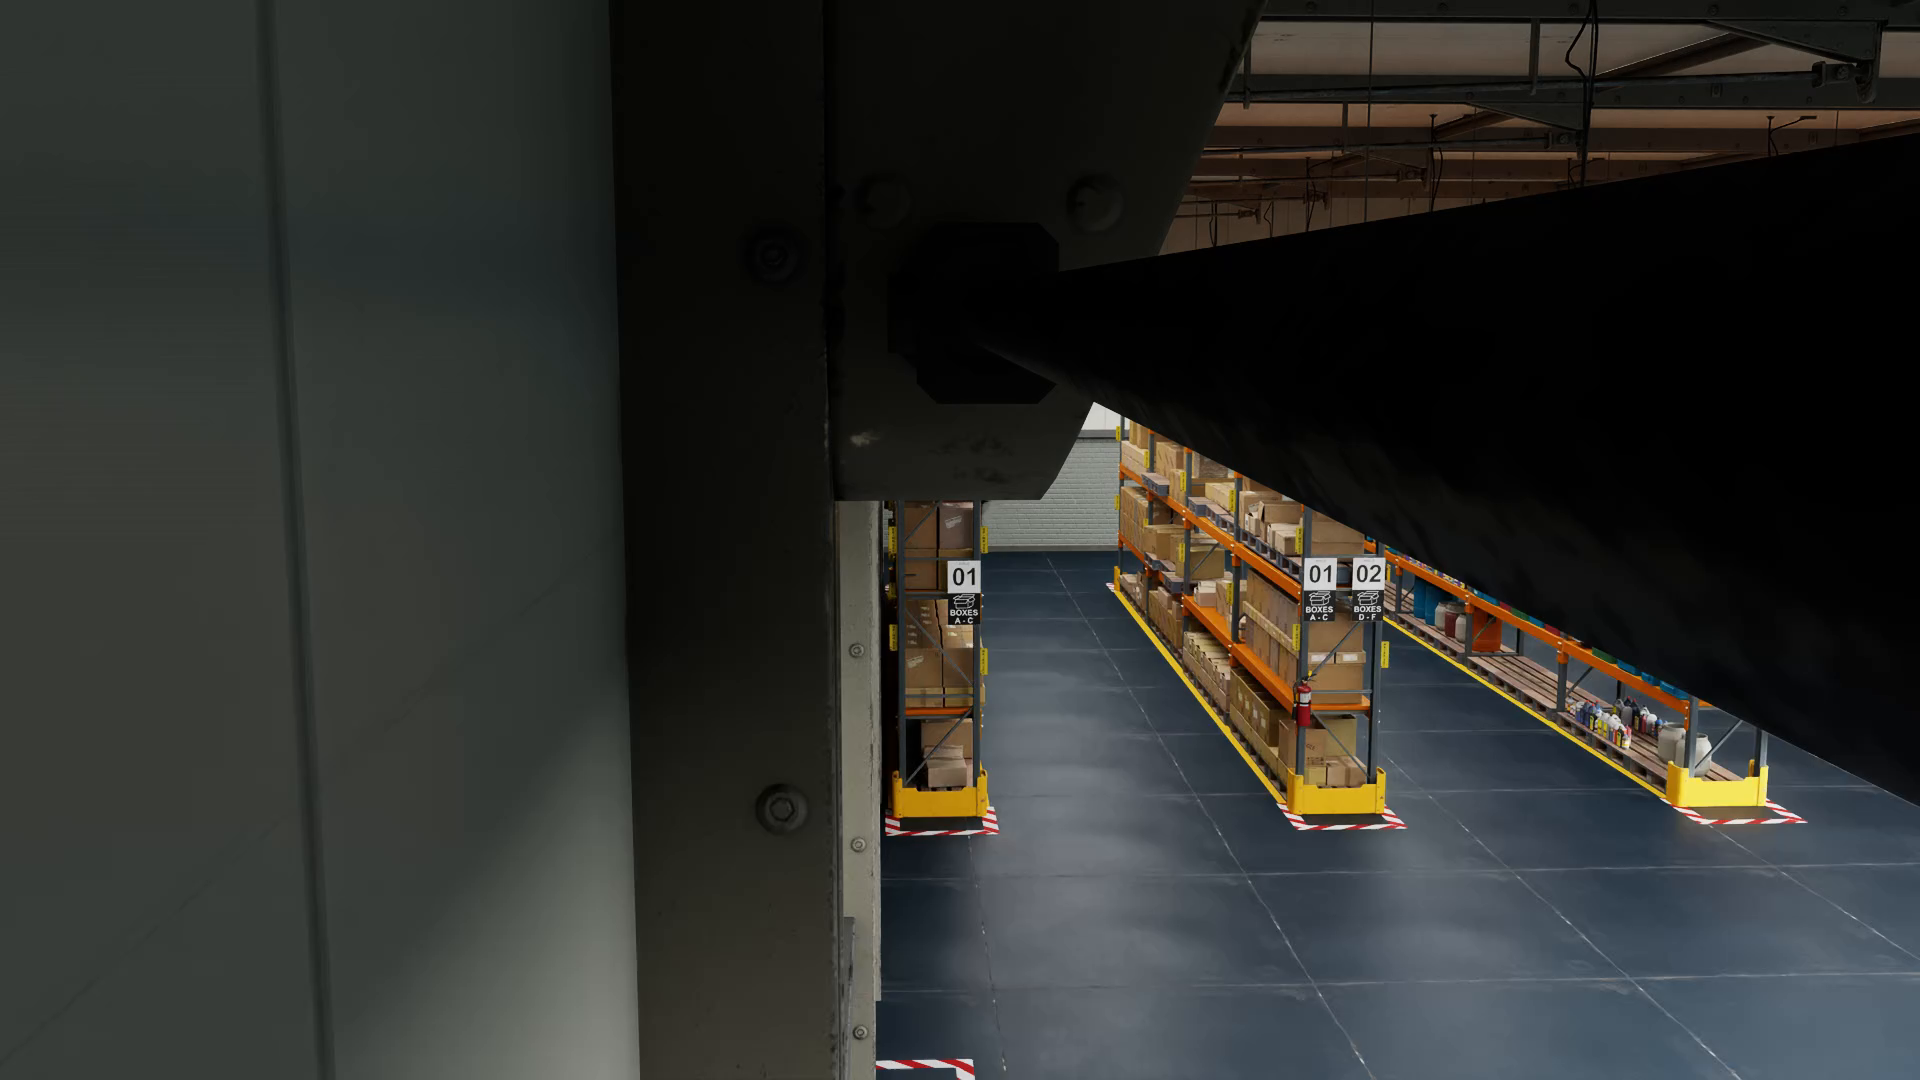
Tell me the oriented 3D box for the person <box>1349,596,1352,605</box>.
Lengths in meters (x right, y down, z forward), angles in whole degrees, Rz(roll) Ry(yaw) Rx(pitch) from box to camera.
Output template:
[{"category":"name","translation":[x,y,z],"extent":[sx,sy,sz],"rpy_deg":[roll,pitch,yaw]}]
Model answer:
[{"category":"person","translation":[7.583,0.914,31.829],"extent":[0.701,1.729,0.680],"rpy_deg":[0,8,1]}]
